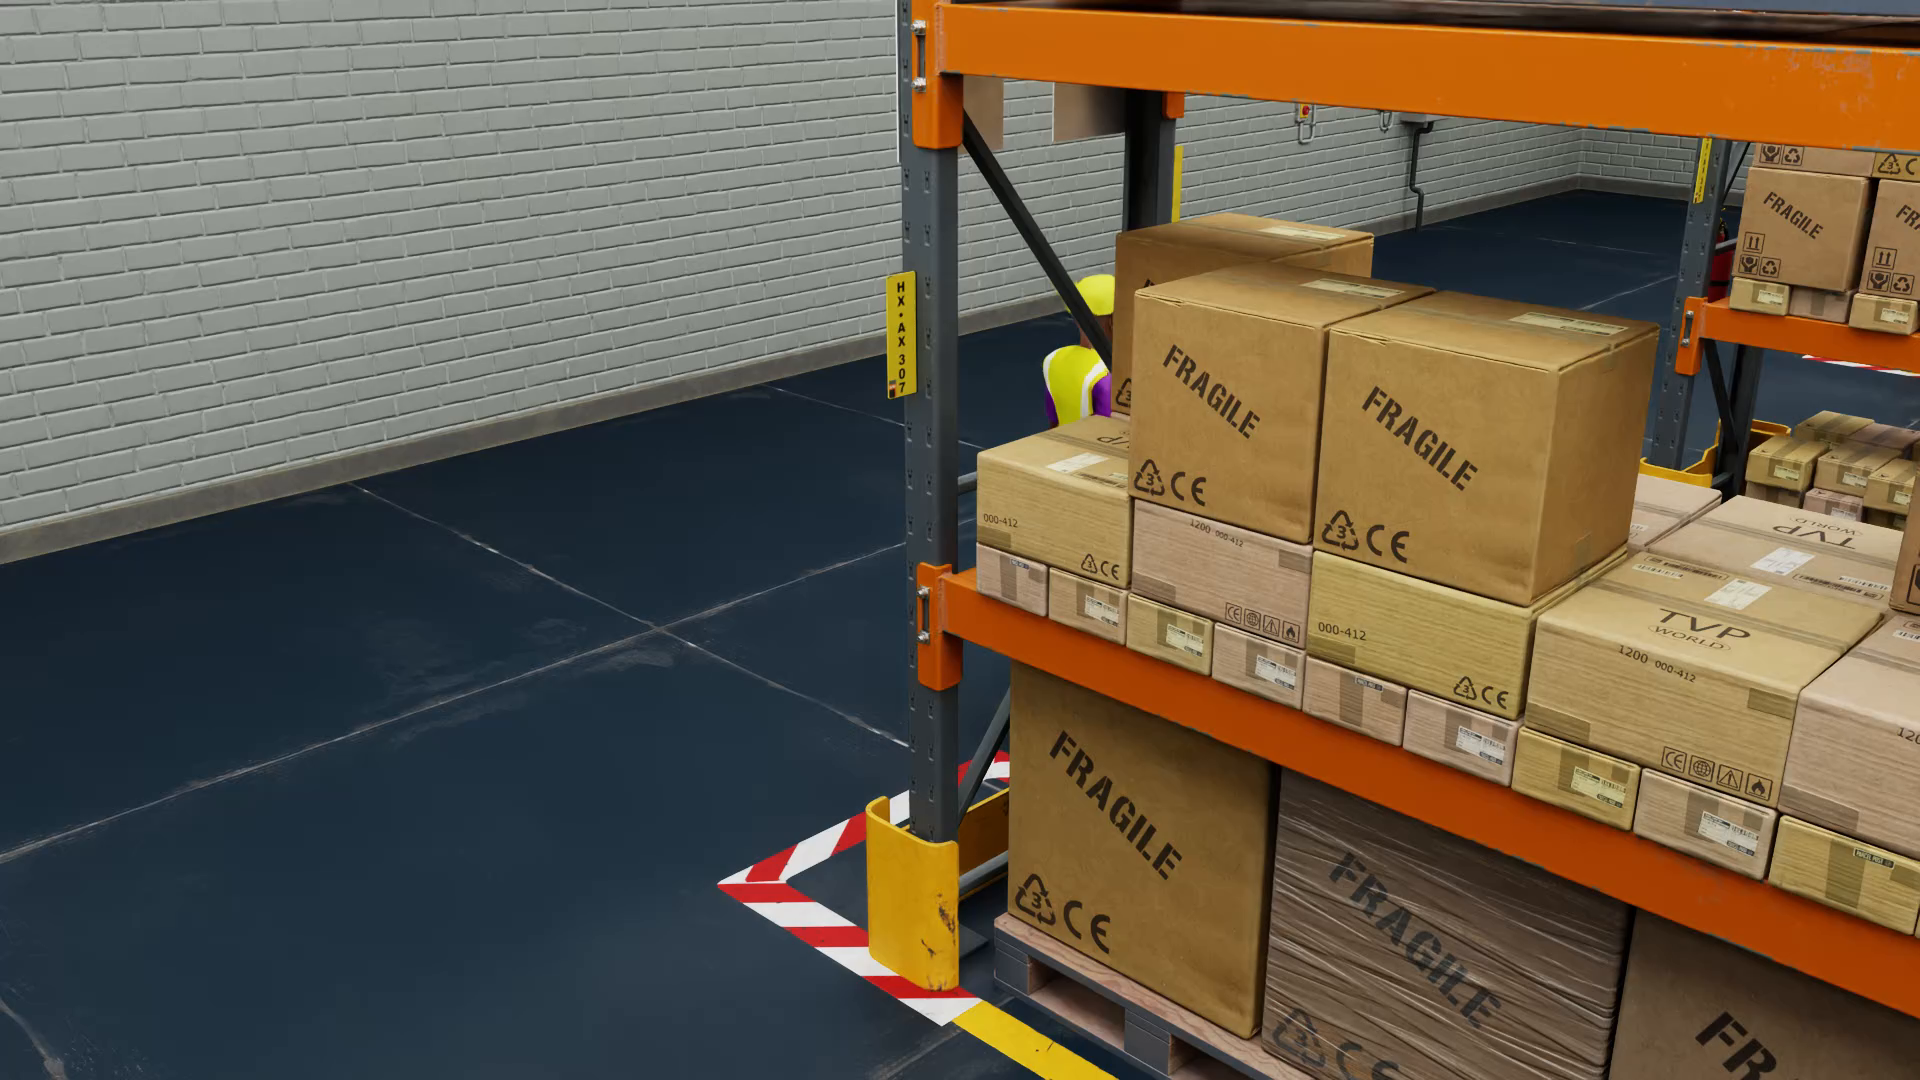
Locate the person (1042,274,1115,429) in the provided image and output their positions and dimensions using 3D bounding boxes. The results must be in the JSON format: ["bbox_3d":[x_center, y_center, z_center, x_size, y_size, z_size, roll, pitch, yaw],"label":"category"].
[{"bbox_3d":[0.650,-0.178,6.523,0.742,1.752,0.586,-11,23,-27],"label":"person"}]
